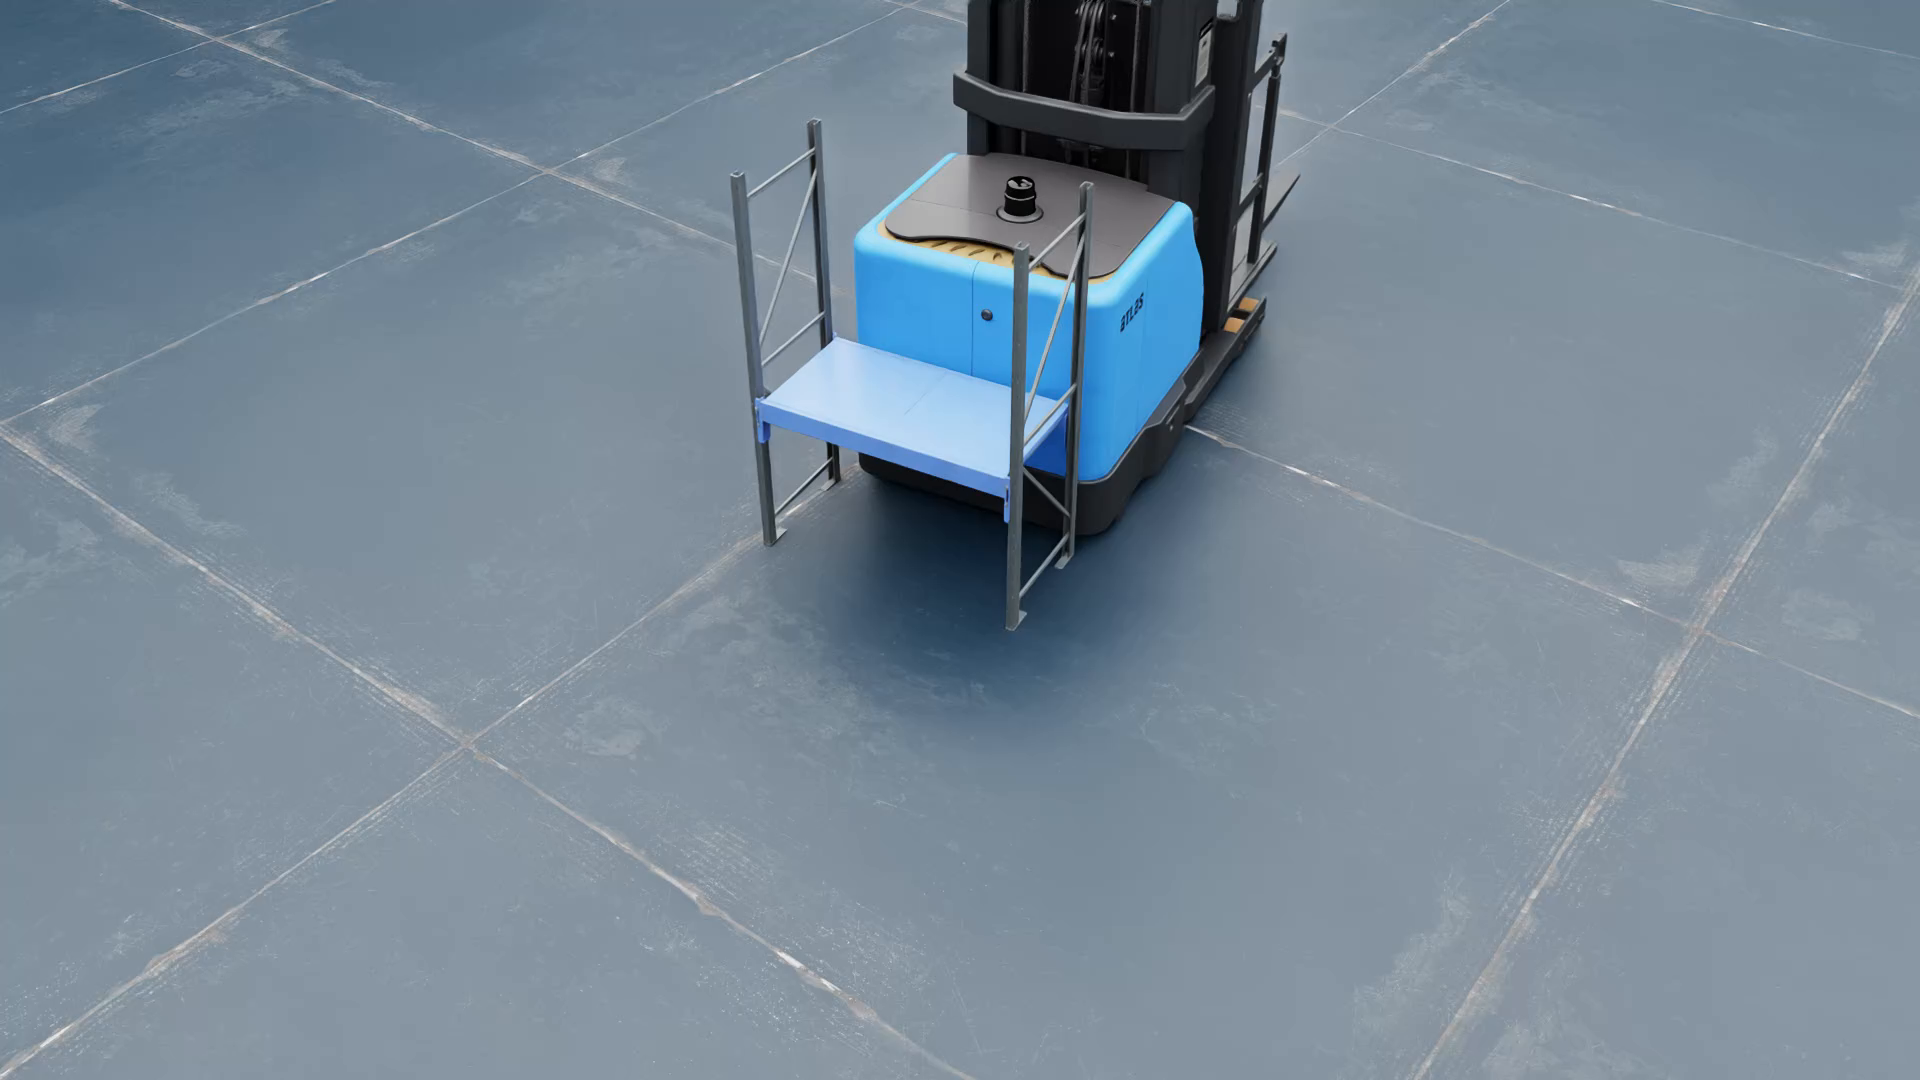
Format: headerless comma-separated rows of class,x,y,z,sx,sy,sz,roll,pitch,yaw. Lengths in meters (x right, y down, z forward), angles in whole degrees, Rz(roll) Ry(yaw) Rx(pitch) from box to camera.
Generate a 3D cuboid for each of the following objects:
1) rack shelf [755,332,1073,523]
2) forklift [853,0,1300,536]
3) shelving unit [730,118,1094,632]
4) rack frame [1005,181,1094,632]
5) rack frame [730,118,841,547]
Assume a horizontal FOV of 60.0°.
rack shelf,-0.155,-0.413,5.853,1.000,0.185,0.538,18,42,22
forklift,0.710,-2.070,6.517,1.130,2.935,3.031,17,41,20
shelving unit,-0.156,-0.555,5.742,1.048,1.500,0.538,18,42,22
rack frame,0.292,-0.406,5.552,0.032,1.500,0.500,18,42,22
rack frame,-0.603,-0.704,5.932,0.032,1.500,0.500,18,42,22
